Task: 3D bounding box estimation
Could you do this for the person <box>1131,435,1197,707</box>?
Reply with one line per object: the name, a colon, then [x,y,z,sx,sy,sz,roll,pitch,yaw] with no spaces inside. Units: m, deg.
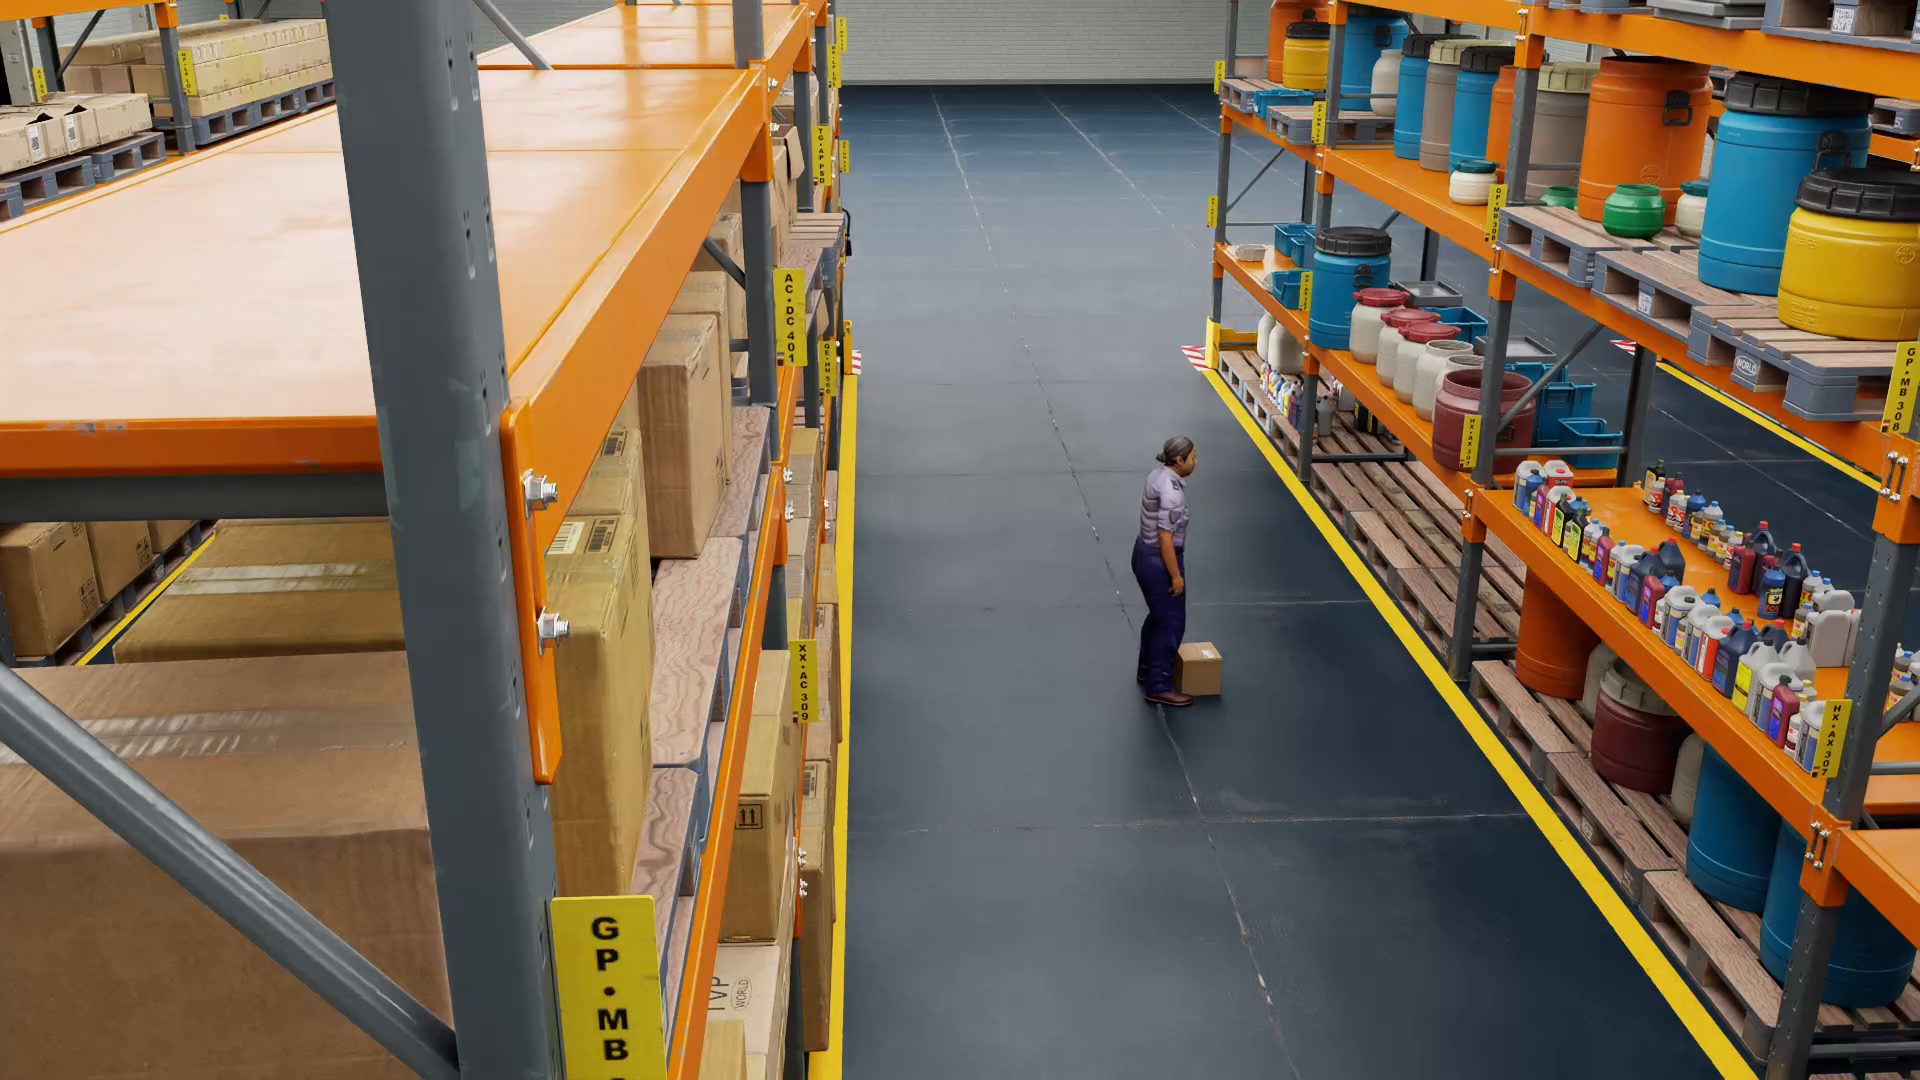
person: [1.245,0.169,10.158,0.370,1.638,0.539,-1,21,-3]
